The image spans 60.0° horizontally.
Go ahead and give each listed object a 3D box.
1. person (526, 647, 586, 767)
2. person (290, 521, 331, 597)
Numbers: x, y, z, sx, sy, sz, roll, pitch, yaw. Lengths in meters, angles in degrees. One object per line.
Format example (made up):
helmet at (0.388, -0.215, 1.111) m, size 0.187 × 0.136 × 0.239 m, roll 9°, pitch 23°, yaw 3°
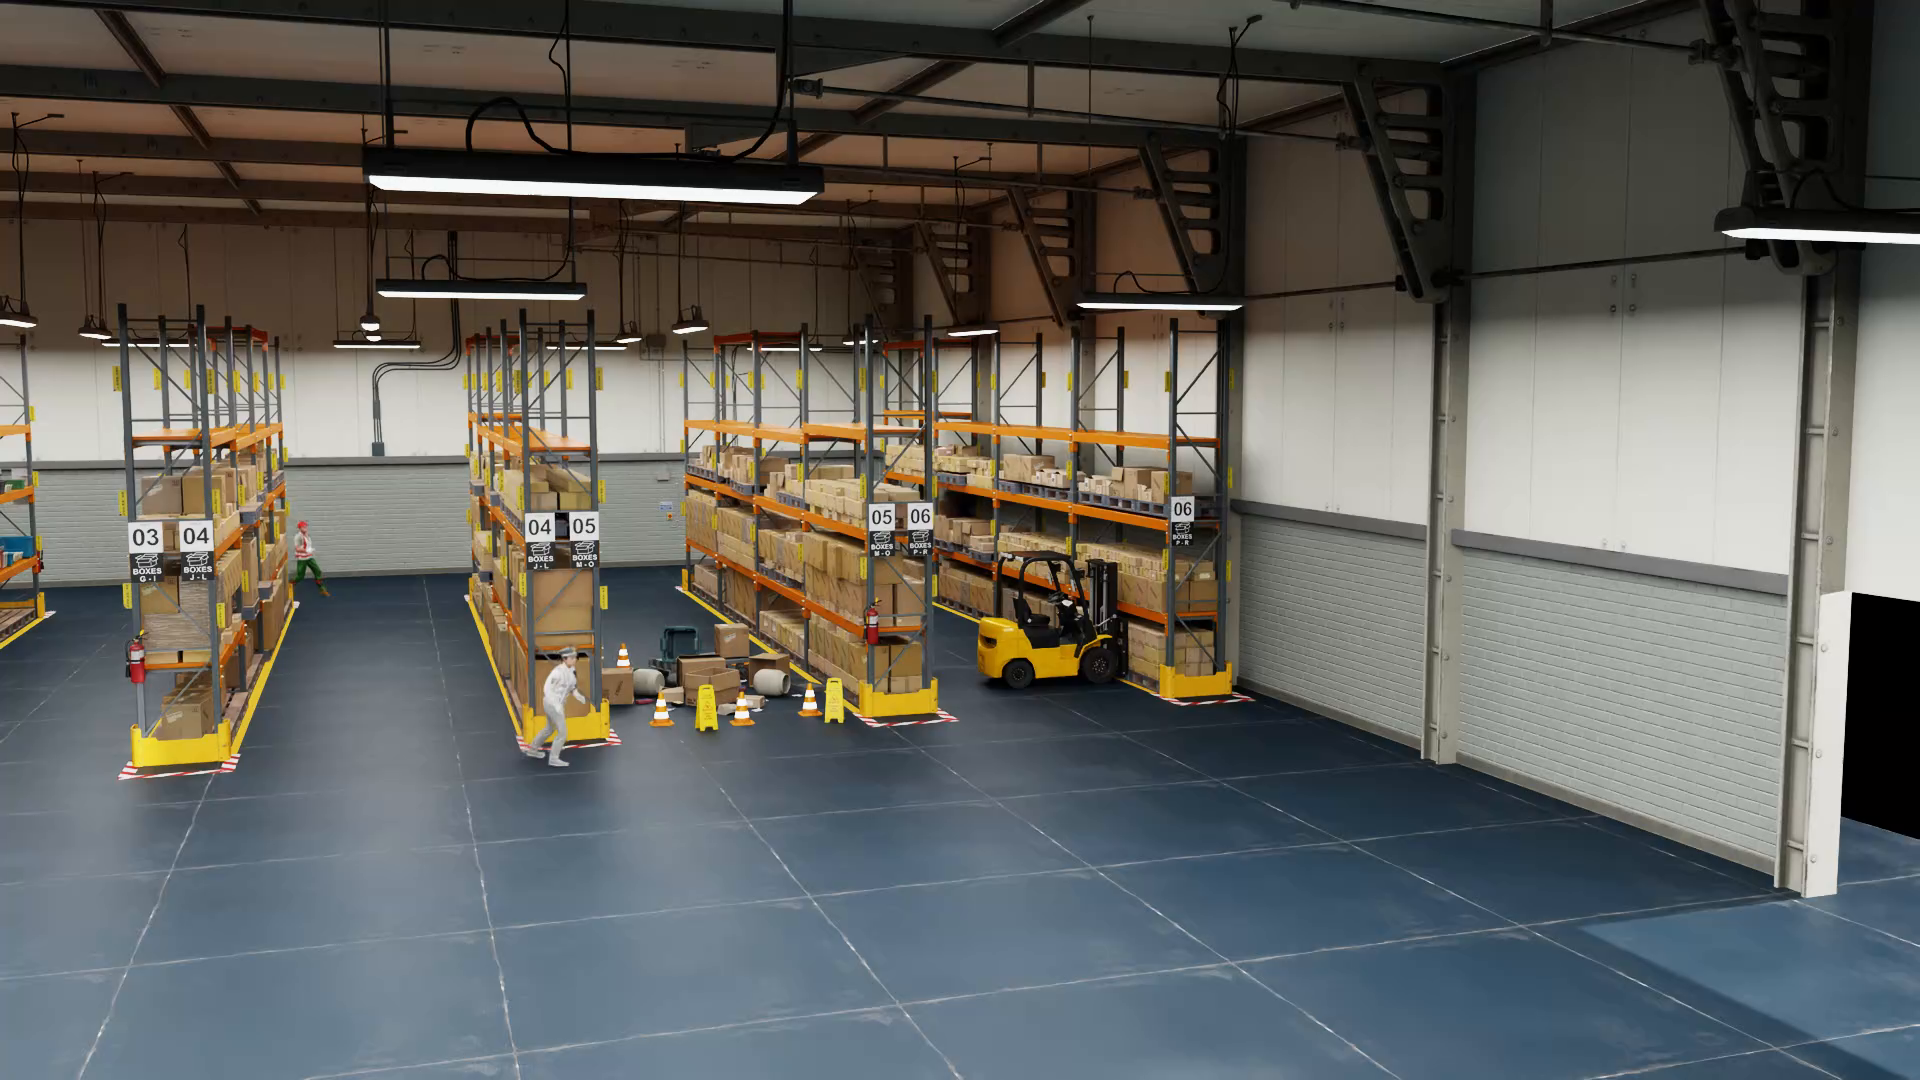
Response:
person at (-5.319, 2.160, 21.721) m, size 0.828 × 1.595 × 0.627 m, roll 0°, pitch 5°, yaw 4°
person at (-15.173, 0.457, 38.512) m, size 0.972 × 1.792 × 0.664 m, roll 1°, pitch 6°, yaw 10°
